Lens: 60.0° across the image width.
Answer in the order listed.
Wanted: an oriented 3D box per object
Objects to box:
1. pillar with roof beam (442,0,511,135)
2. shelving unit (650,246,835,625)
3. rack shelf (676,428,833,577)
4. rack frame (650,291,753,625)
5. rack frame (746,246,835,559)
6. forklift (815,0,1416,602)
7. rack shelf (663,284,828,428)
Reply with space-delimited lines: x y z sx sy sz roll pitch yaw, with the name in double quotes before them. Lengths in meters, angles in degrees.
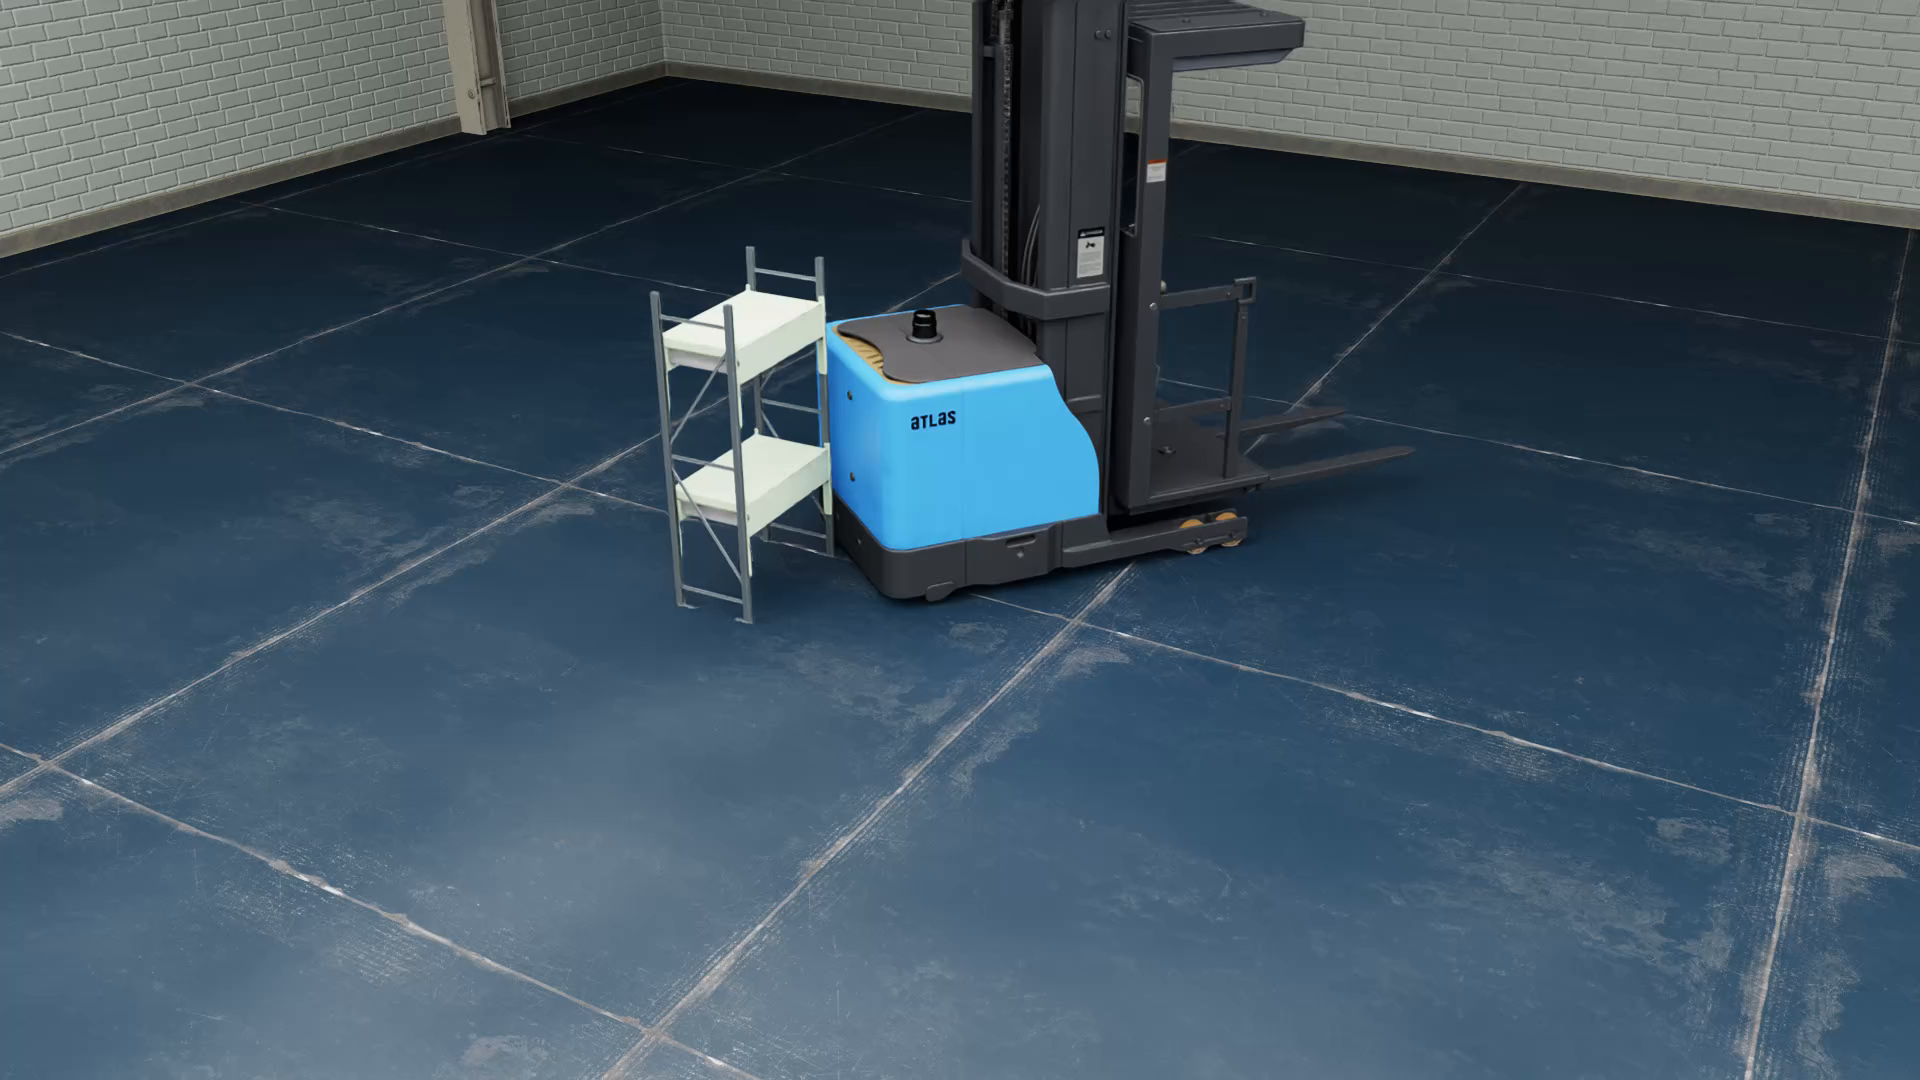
"pillar with roof beam" -0.898 -7.099 12.379 9.100 9.000 0.400 14 30 26
"shelving unit" -0.954 -0.478 7.529 0.431 1.500 0.755 13 29 24
"rack shelf" -0.954 -0.186 7.675 0.431 0.370 0.720 13 29 24
"rack frame" -1.117 -0.331 7.236 0.400 1.500 0.023 13 29 24
"rack frame" -0.791 -0.624 7.822 0.400 1.500 0.023 13 29 24
"forklift" 0.863 -1.447 7.866 3.031 2.935 1.130 -11 29 -21
"rack shelf" -0.954 -0.827 7.354 0.431 0.370 0.720 13 29 24
